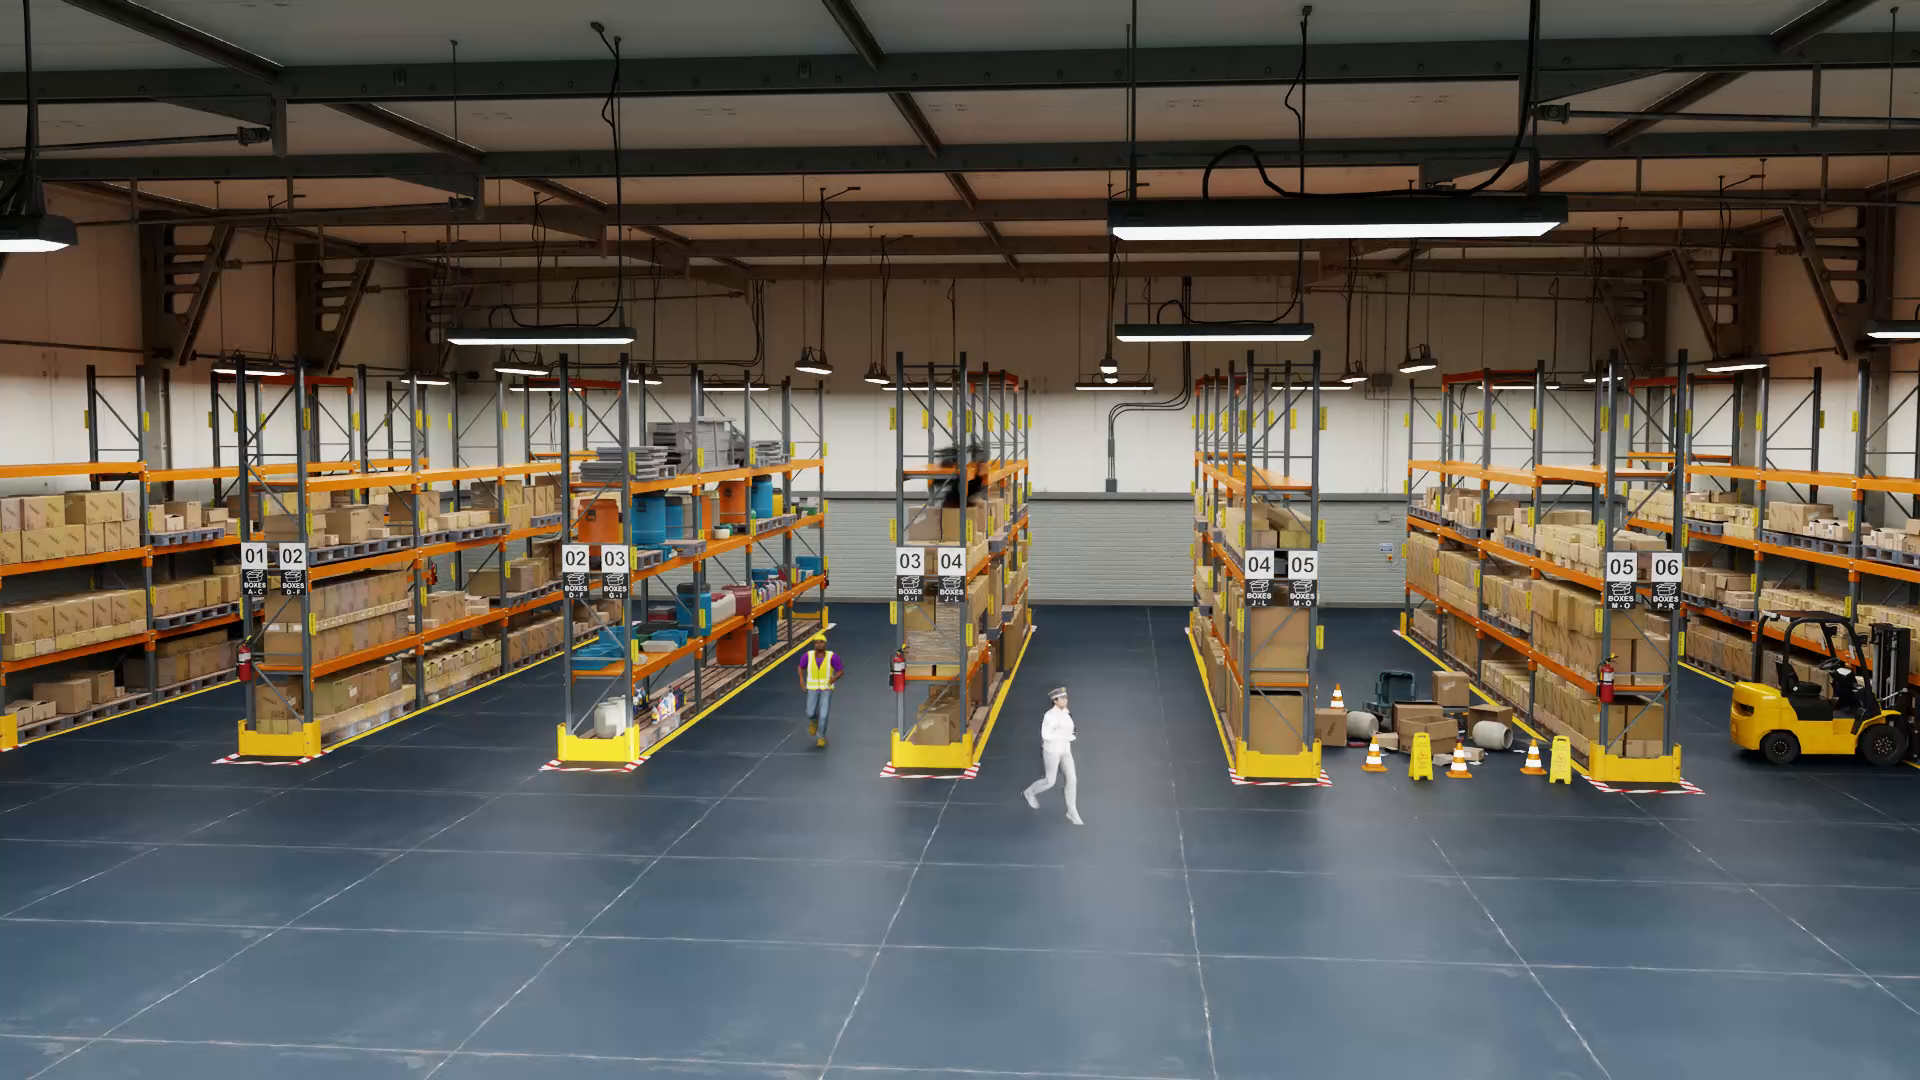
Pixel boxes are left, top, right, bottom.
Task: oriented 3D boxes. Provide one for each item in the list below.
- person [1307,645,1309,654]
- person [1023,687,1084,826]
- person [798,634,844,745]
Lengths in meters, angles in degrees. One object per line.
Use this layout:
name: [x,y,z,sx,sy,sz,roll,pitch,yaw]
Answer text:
person: [7.376,1.638,35.853,0.571,1.660,0.665,0,4,-3]
person: [1.191,2.687,20.908,0.923,1.727,0.623,4,6,43]
person: [-2.167,2.314,25.755,0.730,1.726,0.594,0,4,3]
